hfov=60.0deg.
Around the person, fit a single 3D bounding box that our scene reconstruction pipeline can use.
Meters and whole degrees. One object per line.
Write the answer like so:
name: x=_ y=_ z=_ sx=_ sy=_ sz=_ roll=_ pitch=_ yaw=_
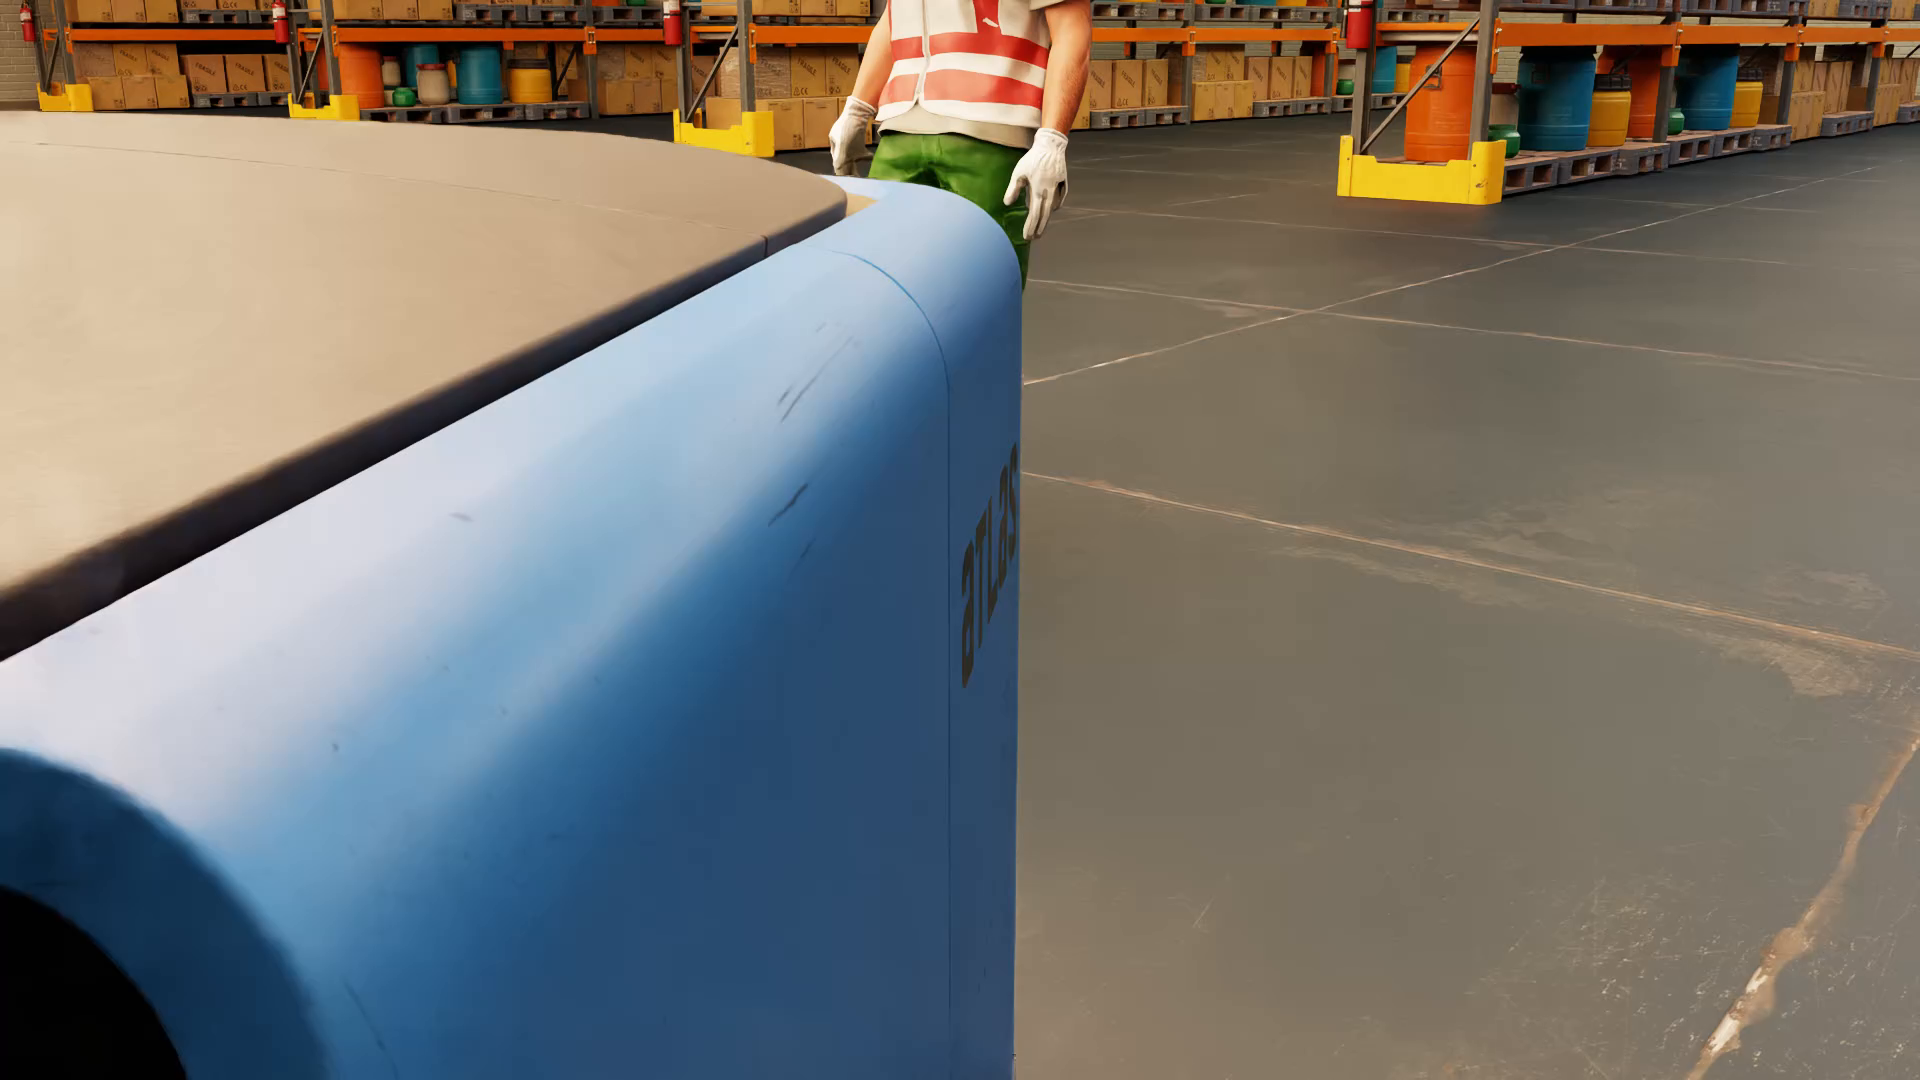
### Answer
person: x=-0.061 y=-0.848 z=3.629 sx=0.637 sy=1.787 sz=0.564 roll=13 pitch=21 yaw=37
